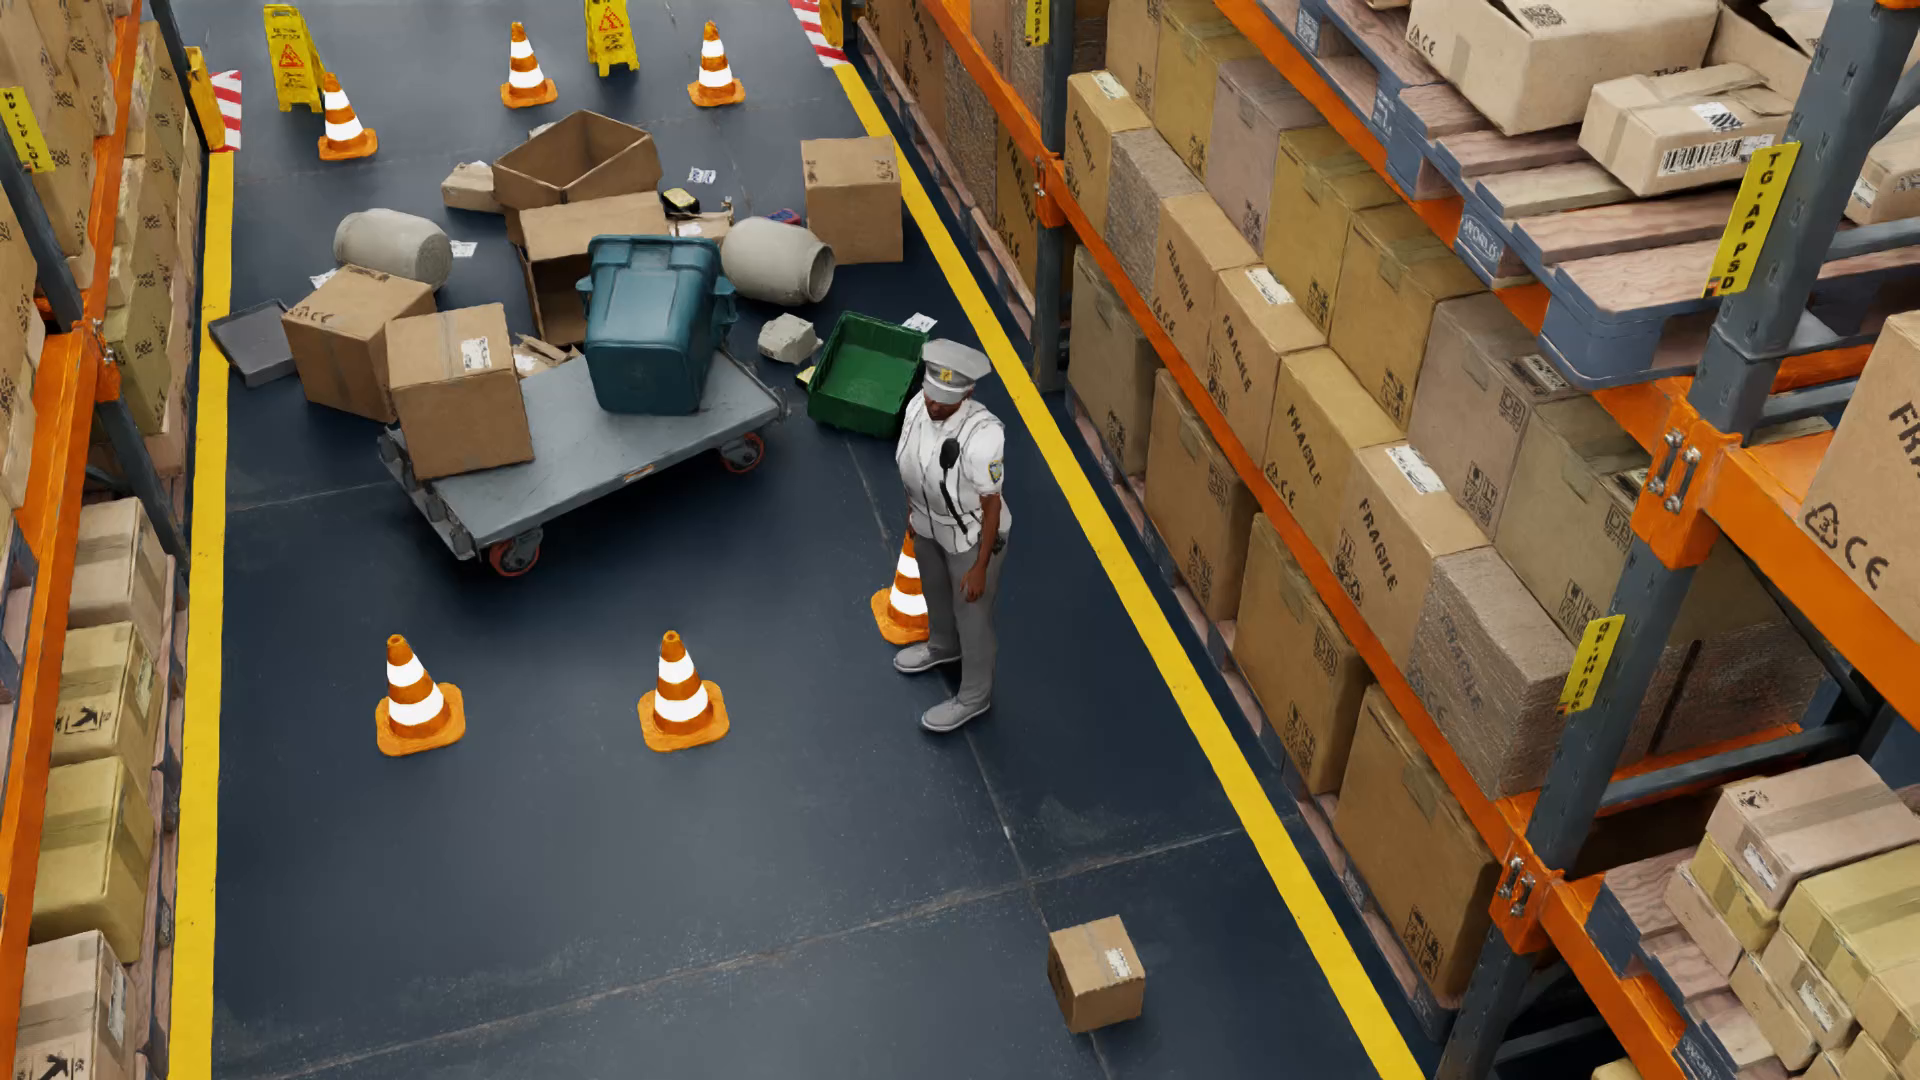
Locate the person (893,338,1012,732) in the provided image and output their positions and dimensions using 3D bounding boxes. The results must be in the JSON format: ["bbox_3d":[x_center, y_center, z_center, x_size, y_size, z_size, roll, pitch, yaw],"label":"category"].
[{"bbox_3d":[-0.065,-0.016,6.129,0.430,1.685,0.519,-33,52,-31],"label":"person"}]
